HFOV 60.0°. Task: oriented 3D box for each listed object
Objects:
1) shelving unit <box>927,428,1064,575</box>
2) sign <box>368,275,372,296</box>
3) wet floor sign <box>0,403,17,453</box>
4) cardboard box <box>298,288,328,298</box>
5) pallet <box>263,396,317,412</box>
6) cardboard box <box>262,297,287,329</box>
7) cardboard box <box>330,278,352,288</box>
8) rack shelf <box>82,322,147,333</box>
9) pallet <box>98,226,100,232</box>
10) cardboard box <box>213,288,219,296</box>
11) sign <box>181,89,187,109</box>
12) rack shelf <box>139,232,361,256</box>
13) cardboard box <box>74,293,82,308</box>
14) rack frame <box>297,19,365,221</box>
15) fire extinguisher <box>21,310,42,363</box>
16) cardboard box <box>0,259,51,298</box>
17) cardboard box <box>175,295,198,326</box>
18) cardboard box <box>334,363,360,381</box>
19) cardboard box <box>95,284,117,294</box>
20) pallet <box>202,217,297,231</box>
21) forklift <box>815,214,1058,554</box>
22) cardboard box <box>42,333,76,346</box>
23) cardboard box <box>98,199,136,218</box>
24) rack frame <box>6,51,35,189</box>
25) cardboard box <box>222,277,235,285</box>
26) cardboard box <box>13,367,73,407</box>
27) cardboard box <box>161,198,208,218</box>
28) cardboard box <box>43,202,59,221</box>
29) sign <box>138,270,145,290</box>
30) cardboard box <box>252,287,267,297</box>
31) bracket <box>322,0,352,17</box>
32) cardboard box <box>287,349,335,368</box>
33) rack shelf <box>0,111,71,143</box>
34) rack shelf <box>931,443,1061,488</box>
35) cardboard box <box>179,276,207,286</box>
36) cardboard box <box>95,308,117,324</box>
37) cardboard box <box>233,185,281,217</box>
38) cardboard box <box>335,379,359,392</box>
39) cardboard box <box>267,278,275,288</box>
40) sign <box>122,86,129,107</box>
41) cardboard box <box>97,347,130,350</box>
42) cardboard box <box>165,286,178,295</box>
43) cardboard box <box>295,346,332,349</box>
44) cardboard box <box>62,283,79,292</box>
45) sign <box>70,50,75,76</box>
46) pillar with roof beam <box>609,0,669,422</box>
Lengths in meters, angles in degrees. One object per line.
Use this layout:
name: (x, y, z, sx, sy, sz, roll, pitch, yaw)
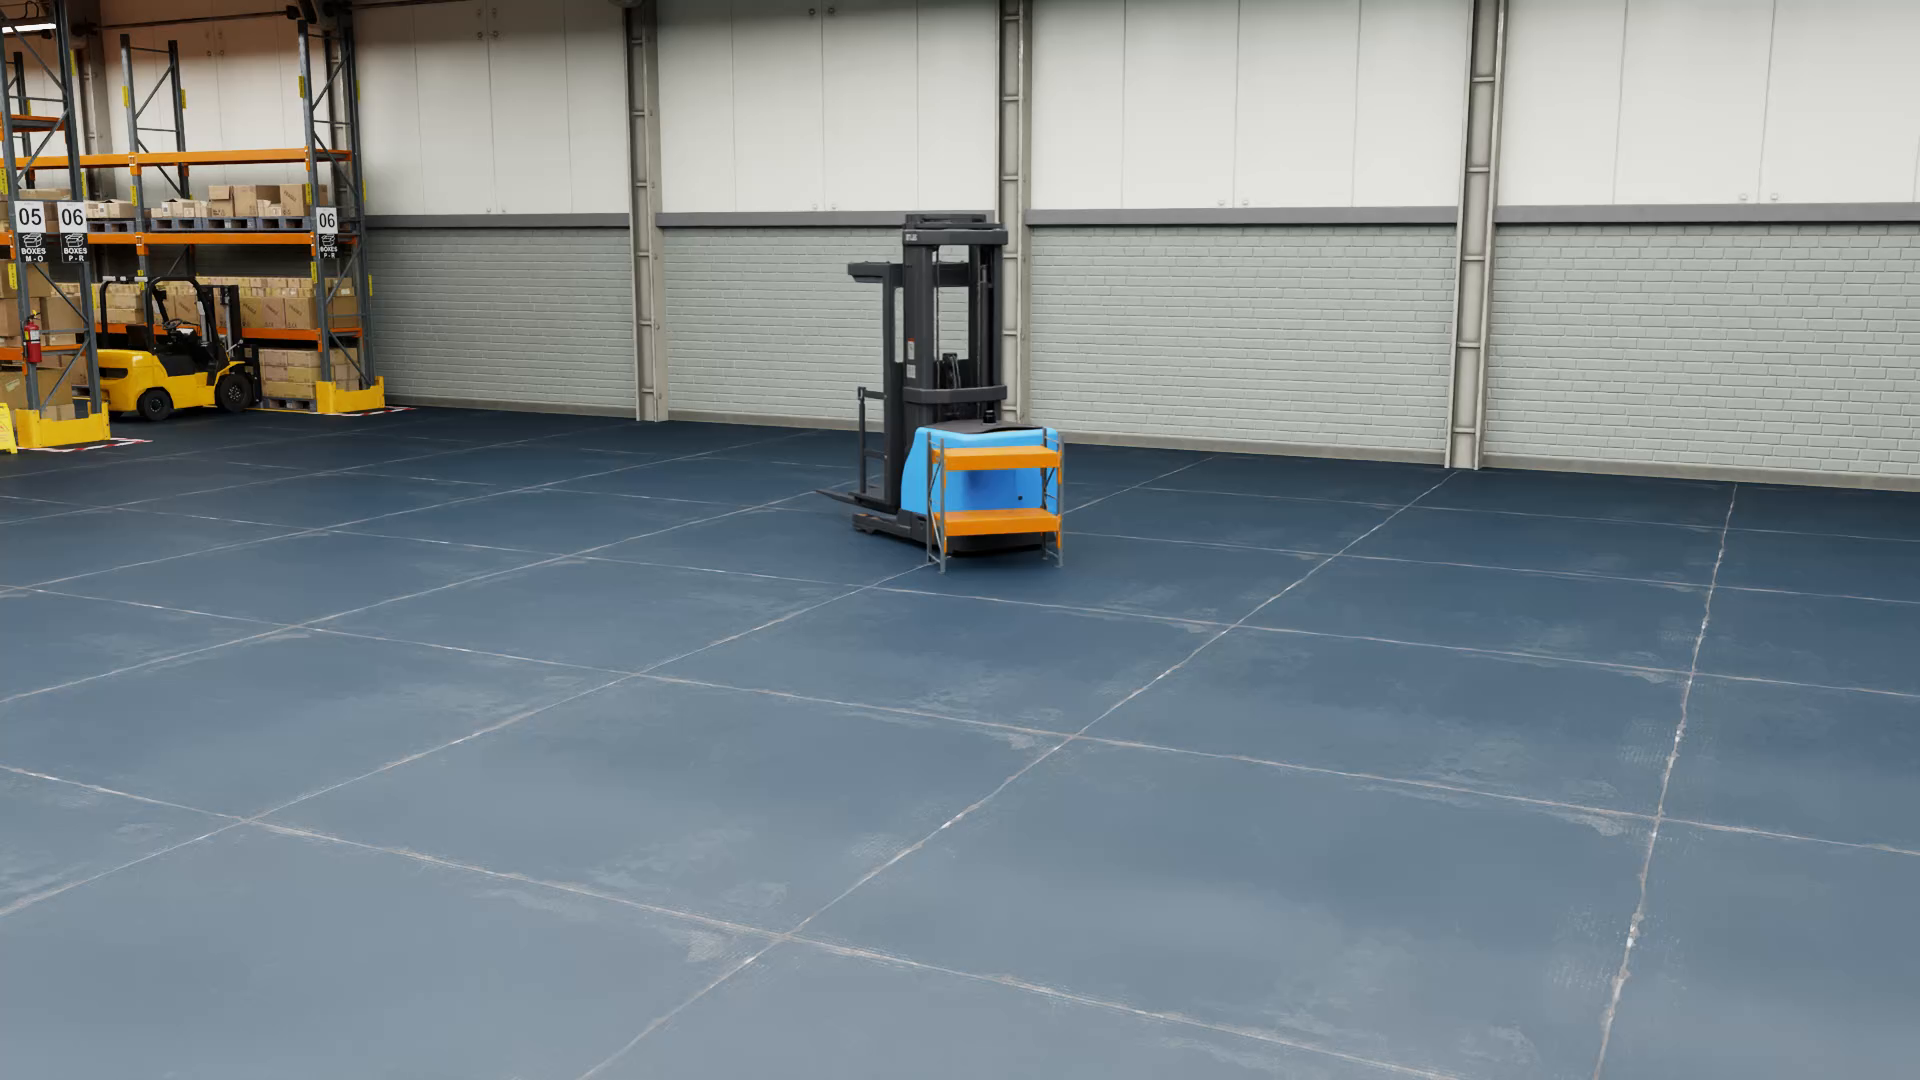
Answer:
shelving unit: (0.290, -0.337, 13.931, 1.048, 1.125, 0.538, -3, 11, -15)
sign: (-9.581, -4.129, 26.968, 0.005, 0.325, 0.100, 5, 11, 26)
wet floor sign: (-12.328, -1.438, 21.366, 0.267, 0.644, 0.232, -10, 14, -43)
cardboard box: (-10.267, -3.927, 26.402, 0.250, 0.149, 0.380, 5, 11, 27)
pallet: (-10.536, -2.257, 27.109, 1.213, 0.211, 1.003, 5, 11, 26)
cardboard box: (-10.850, -3.664, 26.773, 0.500, 0.500, 0.500, 5, 12, 28)
cardboard box: (-10.038, -4.151, 26.806, 0.250, 0.149, 0.380, 5, 11, 25)
rack shelf: (-15.213, -3.695, 29.241, 4.000, 0.370, 1.077, 5, 11, 26)
pallet: (-15.354, -5.462, 29.097, 1.213, 0.211, 1.003, 6, 12, 28)
cardboard box: (-12.114, -4.087, 27.286, 0.250, 0.149, 0.380, 5, 11, 24)
sign: (-13.151, -7.467, 28.154, 0.005, 0.325, 0.100, 5, 11, 26)
rack shelf: (-11.625, -4.855, 27.233, 4.000, 0.370, 1.077, 5, 11, 26)
cardboard box: (-14.893, -4.142, 28.709, 0.500, 0.250, 0.500, 5, 12, 27)
rack frame: (-9.832, -6.528, 26.031, 0.127, 3.000, 1.000, 5, 11, 26)
fire extinguisher: (-12.126, -2.662, 21.733, 0.183, 0.674, 0.296, 5, 11, 26)
cardboard box: (-12.579, -3.476, 22.088, 0.500, 0.500, 0.700, 5, 11, 24)
cardboard box: (-12.662, -3.825, 27.662, 0.500, 0.500, 0.500, 5, 12, 27)
cardboard box: (-10.162, -2.746, 27.116, 0.500, 0.250, 0.500, 5, 12, 27)
cardboard box: (-14.554, -4.296, 28.440, 0.250, 0.149, 0.380, 5, 11, 24)
pallet: (-11.553, -5.164, 27.166, 1.213, 0.211, 1.003, 5, 11, 26)
forklift: (-0.353, -1.538, 15.498, 1.130, 2.935, 3.031, -7, 12, -33)
cardboard box: (-12.238, -2.719, 22.536, 0.250, 0.149, 0.380, 5, 11, 26)
cardboard box: (-14.176, -5.597, 28.101, 0.500, 0.311, 0.500, 5, 11, 24)
rack frame: (-17.006, -7.158, 29.514, 0.127, 3.000, 1.000, 5, 11, 26)
cardboard box: (-11.843, -4.228, 27.229, 0.250, 0.149, 0.380, 5, 11, 26)
cardboard box: (-12.647, -2.115, 22.929, 0.500, 0.500, 0.500, 5, 11, 24)
cardboard box: (-12.781, -5.475, 27.424, 0.500, 0.311, 0.500, 5, 12, 27)
cardboard box: (-12.358, -4.413, 22.357, 0.500, 0.250, 0.500, 5, 11, 25)
sign: (-13.650, -4.334, 27.727, 0.005, 0.325, 0.100, 5, 11, 26)
cardboard box: (-11.192, -4.007, 26.847, 0.250, 0.149, 0.380, 5, 11, 24)
bracket: (-9.842, -8.408, 26.315, 0.430, 0.232, 0.235, 5, 11, 26)
cardboard box: (-10.383, -2.908, 26.609, 0.500, 0.250, 0.500, 5, 12, 28)
rack shelf: (-13.818, -5.537, 22.584, 4.000, 0.370, 1.077, 5, 11, 26)
rack shelf: (0.290, -0.625, 13.879, 1.000, 0.278, 0.538, -3, 11, -15)
cardboard box: (-12.757, -4.308, 27.676, 0.250, 0.149, 0.380, 5, 11, 25)
cardboard box: (-14.440, -3.854, 28.522, 0.500, 0.250, 0.500, 5, 11, 25)
cardboard box: (-11.211, -5.449, 26.754, 0.500, 0.500, 0.700, 5, 11, 26)
cardboard box: (-10.186, -2.499, 27.159, 0.500, 0.250, 0.500, 5, 11, 26)
cardboard box: (-10.918, -4.147, 26.786, 0.250, 0.149, 0.380, 5, 11, 26)
sign: (-13.648, -7.254, 27.198, 0.005, 0.325, 0.100, 5, 11, 26)
cardboard box: (-14.584, -3.031, 29.043, 0.625, 0.625, 0.875, 5, 11, 25)
cardboard box: (-13.017, -4.172, 27.757, 0.250, 0.149, 0.380, 5, 12, 27)
cardboard box: (-10.629, -3.028, 27.274, 0.500, 0.250, 0.500, 5, 11, 26)
cardboard box: (-15.412, -4.397, 29.002, 0.250, 0.149, 0.380, 5, 11, 26)
sign: (-11.785, -6.320, 22.037, 0.005, 0.325, 0.100, 5, 11, 26)
pillar with roof beam: (-6.582, -5.566, 20.718, 0.548, 9.000, 9.100, 5, 11, 26)
